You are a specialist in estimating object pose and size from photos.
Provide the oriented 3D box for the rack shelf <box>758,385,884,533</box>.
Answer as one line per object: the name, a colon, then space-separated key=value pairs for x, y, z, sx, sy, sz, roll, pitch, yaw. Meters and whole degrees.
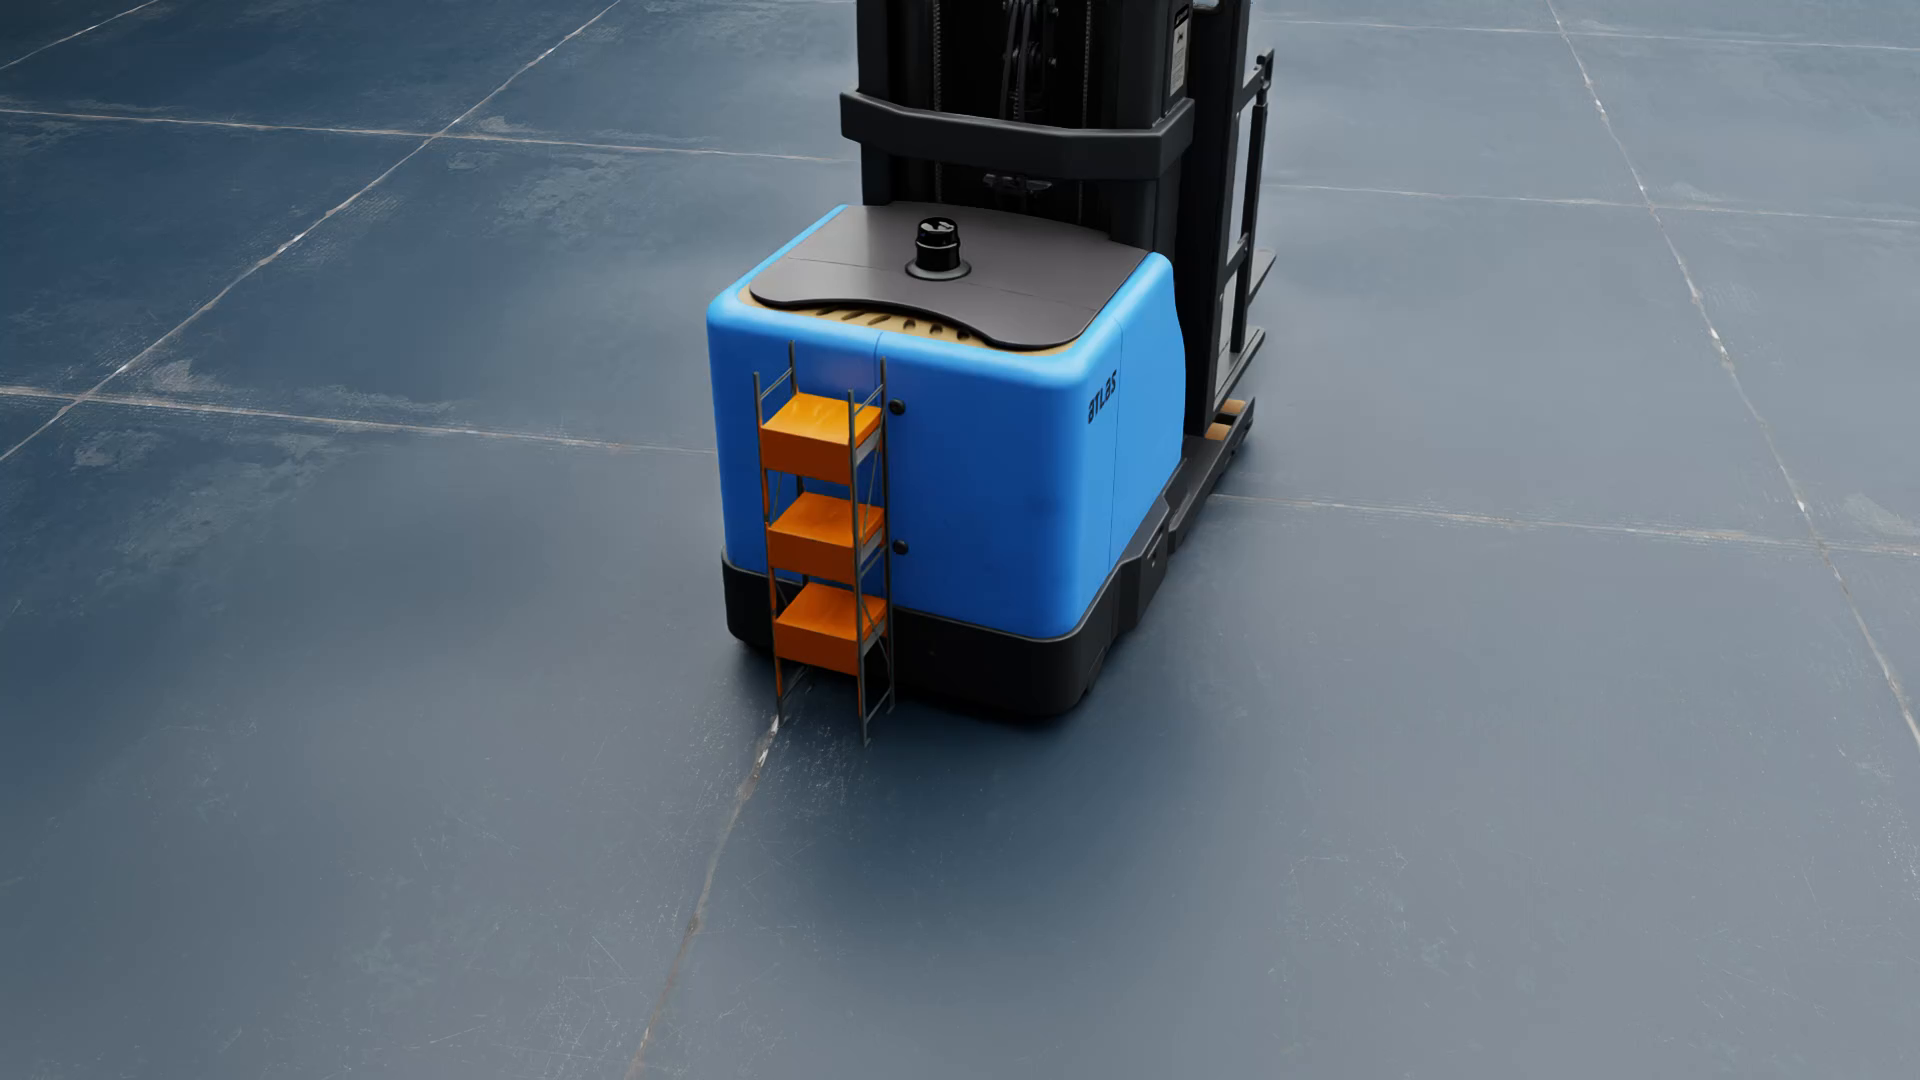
rack shelf: x=-0.331 y=-0.200 z=4.065 sx=0.240 sy=0.259 sz=0.215 roll=12 pitch=34 yaw=18

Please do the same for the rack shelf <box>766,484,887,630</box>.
rack shelf: x=-0.331 y=0.041 z=4.215 sx=0.240 sy=0.259 sz=0.215 roll=12 pitch=34 yaw=18

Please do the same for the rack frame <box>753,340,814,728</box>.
rack frame: x=-0.444 y=0.008 z=4.248 sx=0.008 sy=1.050 sz=0.200 roll=12 pitch=34 yaw=18

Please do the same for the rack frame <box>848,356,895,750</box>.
rack frame: x=-0.218 y=0.056 z=4.171 sx=0.008 sy=1.050 sz=0.200 roll=12 pitch=34 yaw=18

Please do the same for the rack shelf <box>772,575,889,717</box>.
rack shelf: x=-0.331 y=0.276 z=4.363 sx=0.240 sy=0.259 sz=0.215 roll=12 pitch=34 yaw=18

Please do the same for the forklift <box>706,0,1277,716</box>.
forklift: x=0.374 y=-1.549 z=4.963 sx=1.130 sy=2.935 sz=3.031 roll=13 pitch=34 yaw=19

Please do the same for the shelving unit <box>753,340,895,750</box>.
shelving unit: x=-0.331 y=0.032 z=4.209 sx=0.252 sy=1.050 sz=0.215 roll=12 pitch=34 yaw=18
